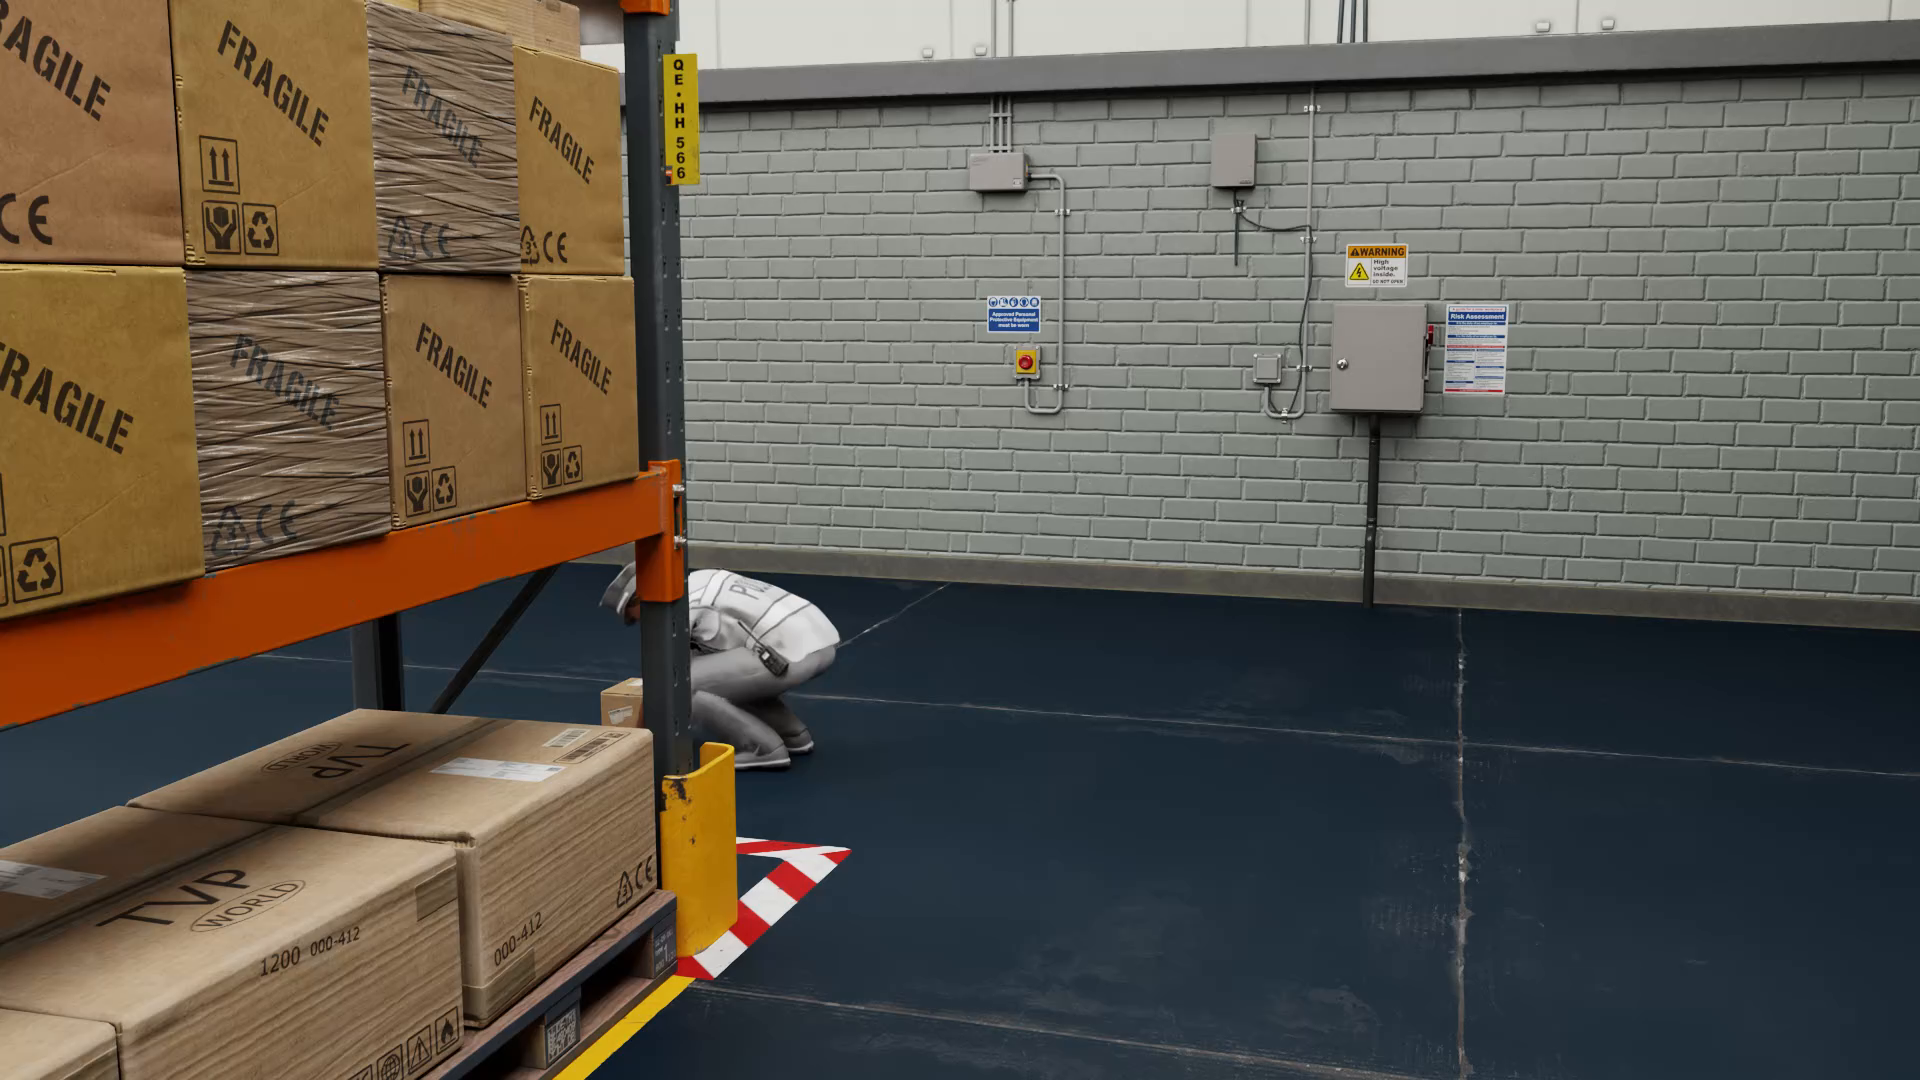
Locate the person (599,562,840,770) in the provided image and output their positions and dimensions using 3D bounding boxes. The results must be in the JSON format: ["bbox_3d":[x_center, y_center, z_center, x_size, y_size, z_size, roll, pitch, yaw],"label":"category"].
[{"bbox_3d":[-0.916,0.479,6.341,0.908,0.817,0.465,2,9,15],"label":"person"}]
